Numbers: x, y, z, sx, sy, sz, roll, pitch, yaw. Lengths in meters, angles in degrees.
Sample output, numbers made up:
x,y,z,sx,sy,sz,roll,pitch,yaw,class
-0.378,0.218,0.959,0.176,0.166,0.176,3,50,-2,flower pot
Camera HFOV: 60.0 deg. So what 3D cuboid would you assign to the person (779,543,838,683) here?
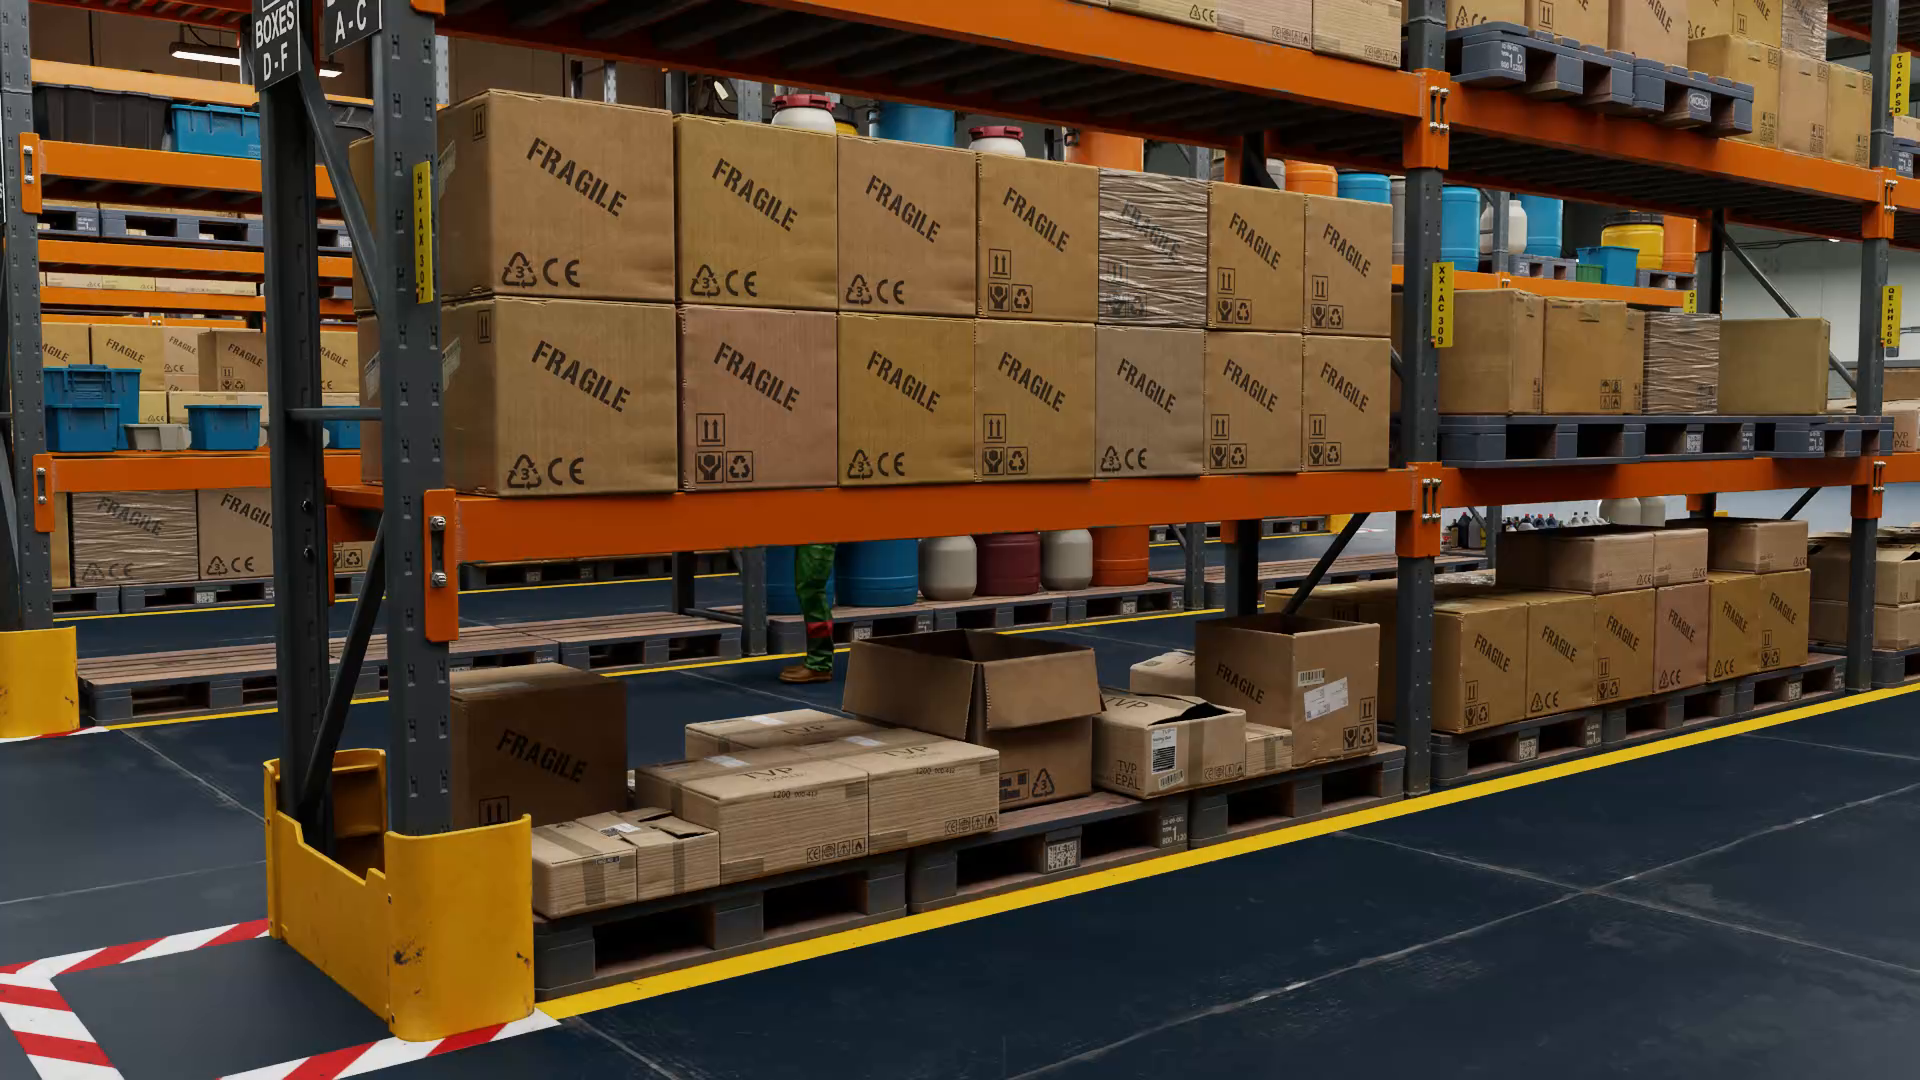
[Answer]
x,y,z,sx,sy,sz,roll,pitch,yaw,class
-0.910,-0.088,9.462,0.550,1.786,0.495,-1,4,-15,person
